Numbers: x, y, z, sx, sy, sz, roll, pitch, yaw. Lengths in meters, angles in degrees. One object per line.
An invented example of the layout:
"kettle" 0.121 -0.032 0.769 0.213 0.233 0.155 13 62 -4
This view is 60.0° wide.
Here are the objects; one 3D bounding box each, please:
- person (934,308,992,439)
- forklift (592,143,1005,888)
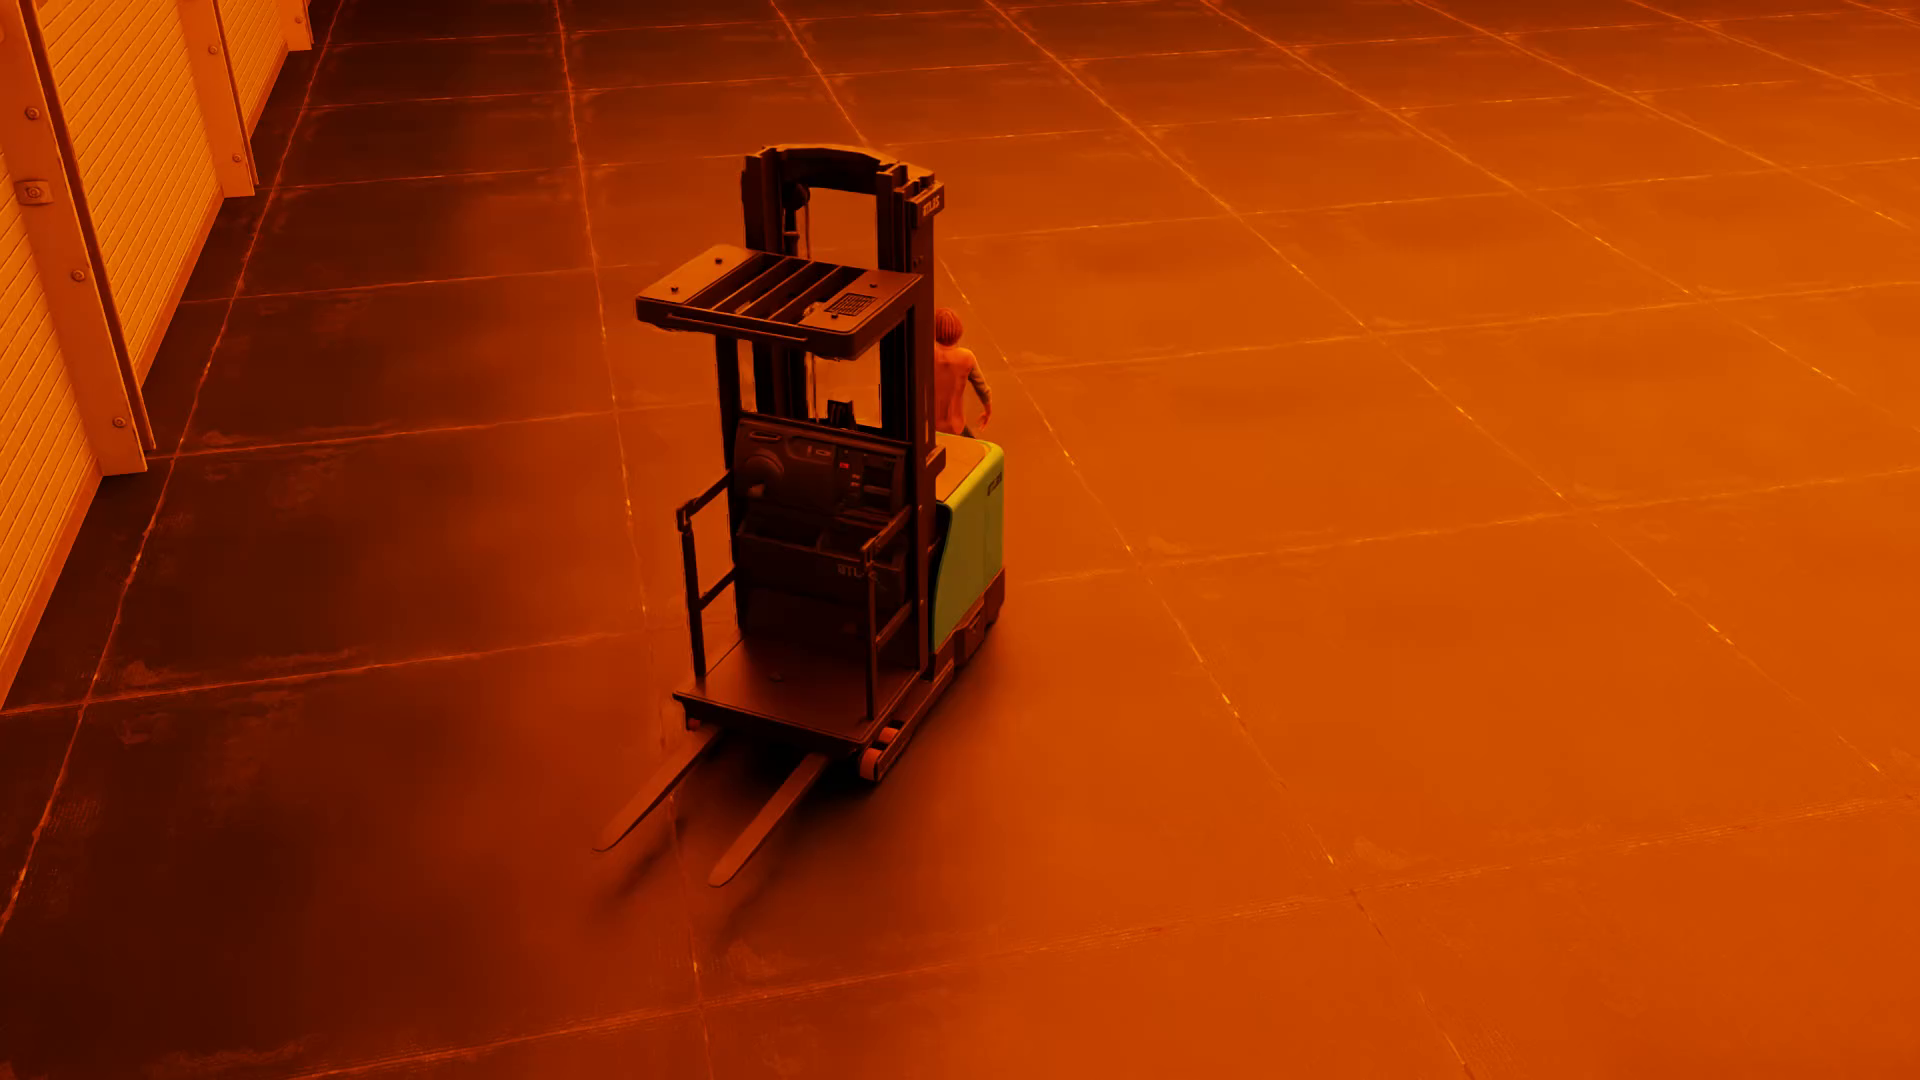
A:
"person" -0.086 -0.774 10.306 0.584 1.543 0.568 -2 30 -4
"forklift" -0.784 -0.294 8.082 1.130 2.935 3.031 12 32 20
